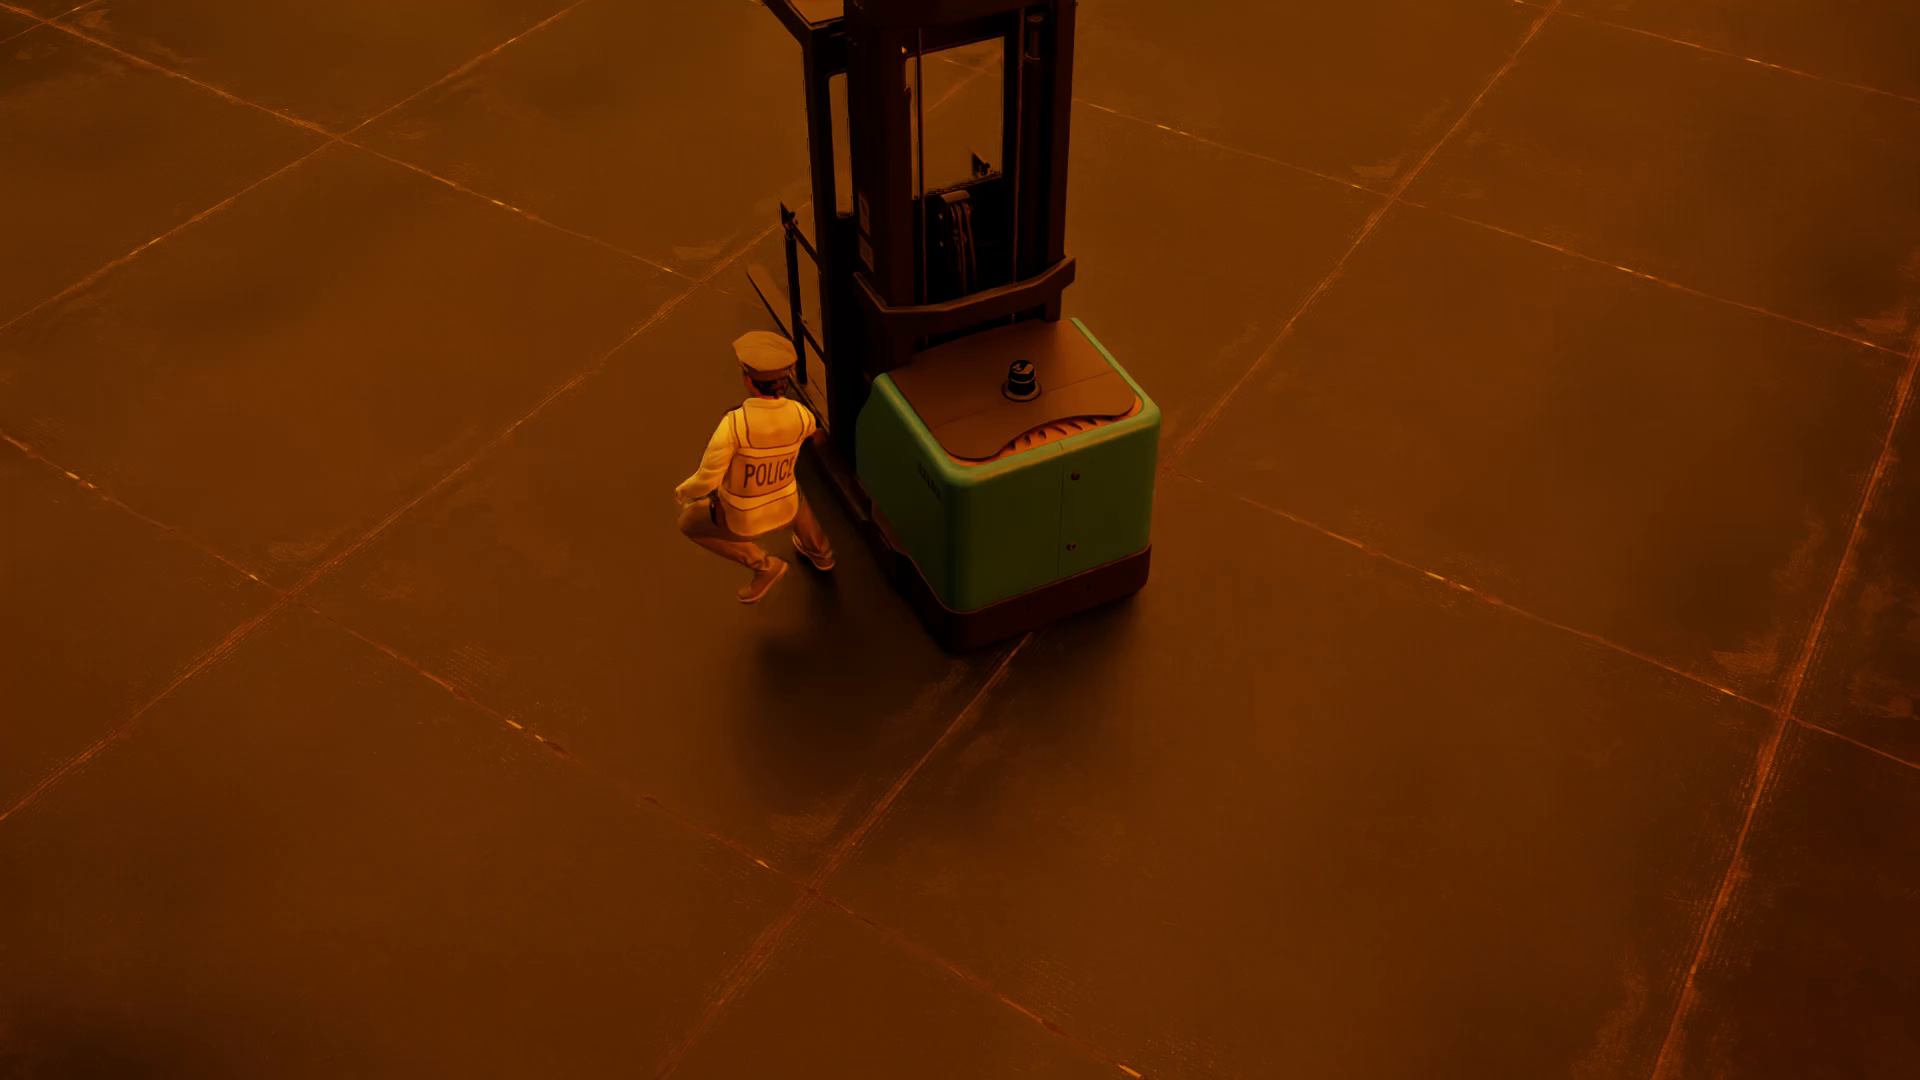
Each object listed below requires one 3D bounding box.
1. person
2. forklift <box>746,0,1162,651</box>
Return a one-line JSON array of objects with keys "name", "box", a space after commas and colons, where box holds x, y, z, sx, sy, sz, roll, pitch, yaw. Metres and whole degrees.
[{"name": "person", "box": [-0.886, -0.299, 7.157, 0.729, 1.472, 0.630, -25, 49, -24]}, {"name": "forklift", "box": [-0.228, -1.588, 7.524, 1.130, 2.935, 3.031, -19, 47, -19]}]
